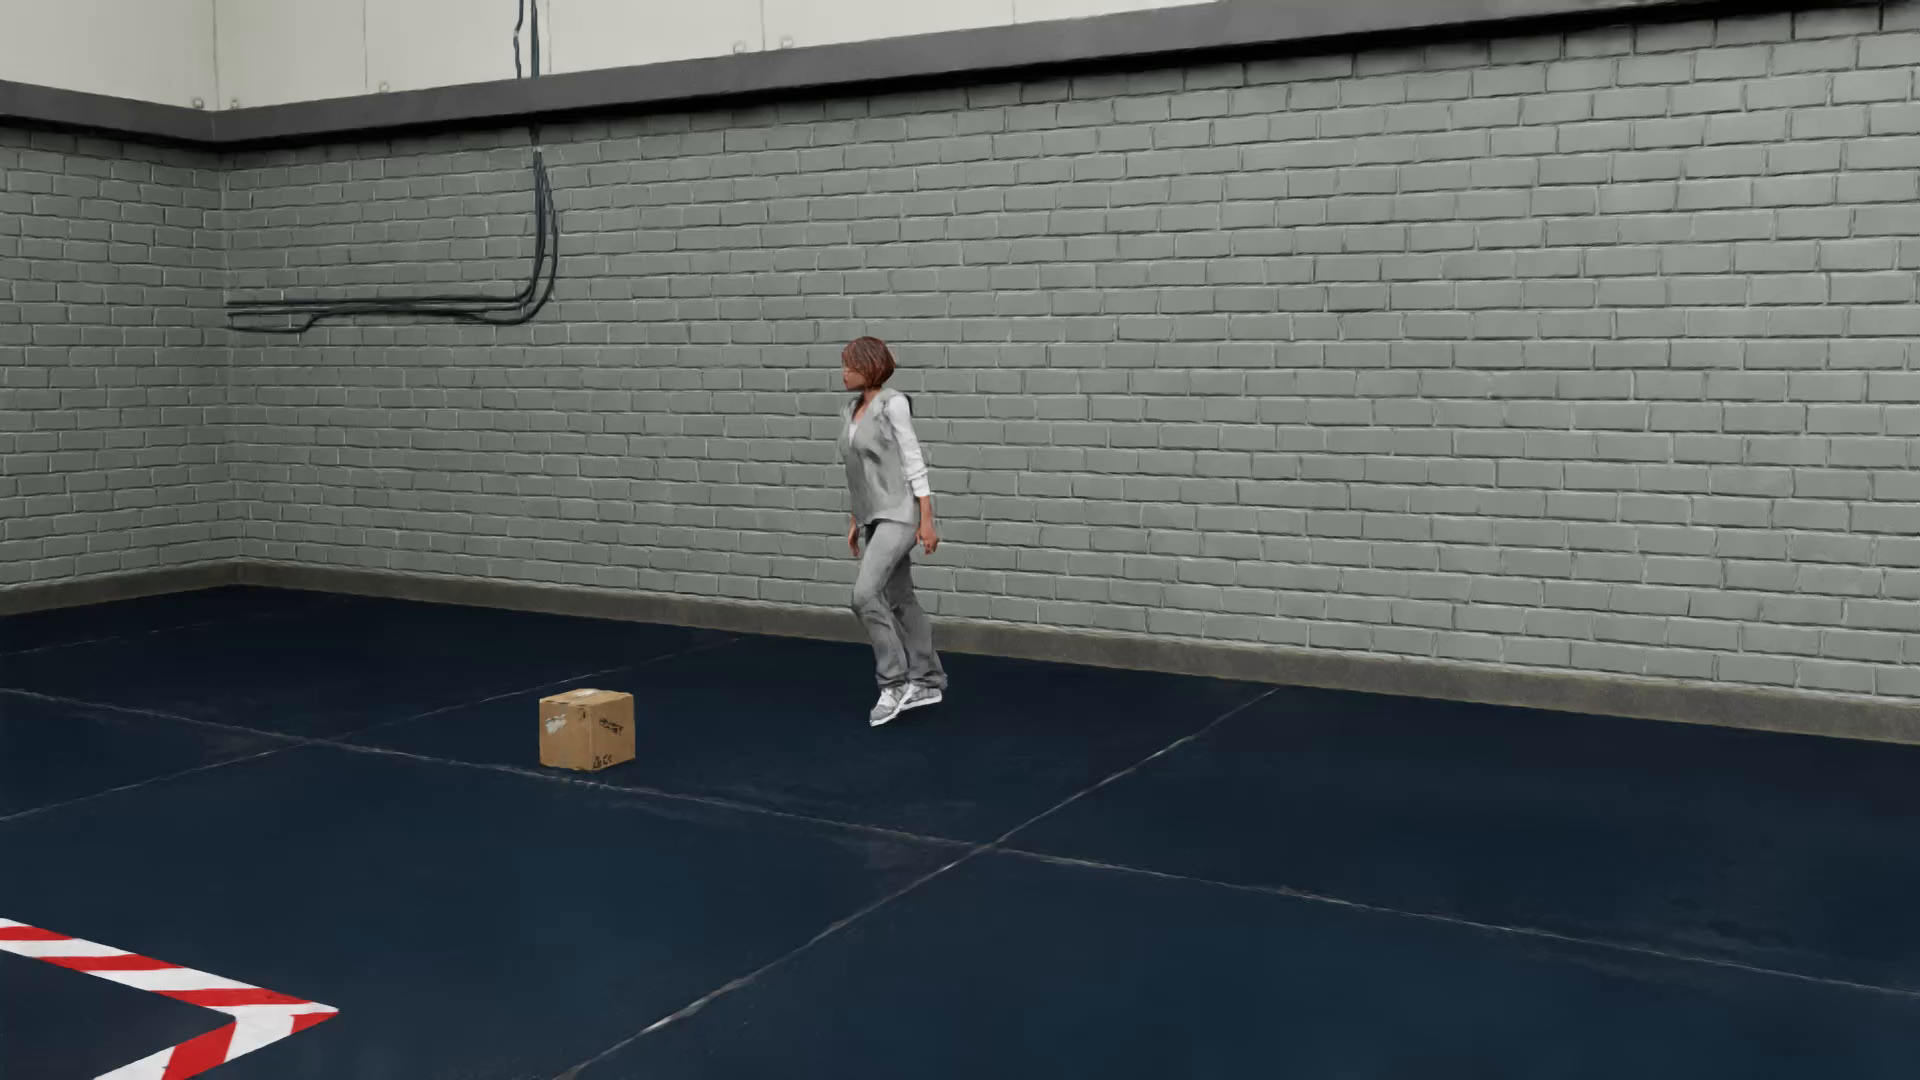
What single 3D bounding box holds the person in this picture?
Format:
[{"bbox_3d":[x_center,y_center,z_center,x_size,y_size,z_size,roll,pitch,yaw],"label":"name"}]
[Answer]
[{"bbox_3d":[-0.282,-0.055,6.997,0.500,1.596,0.442,-3,7,-29],"label":"person"}]
